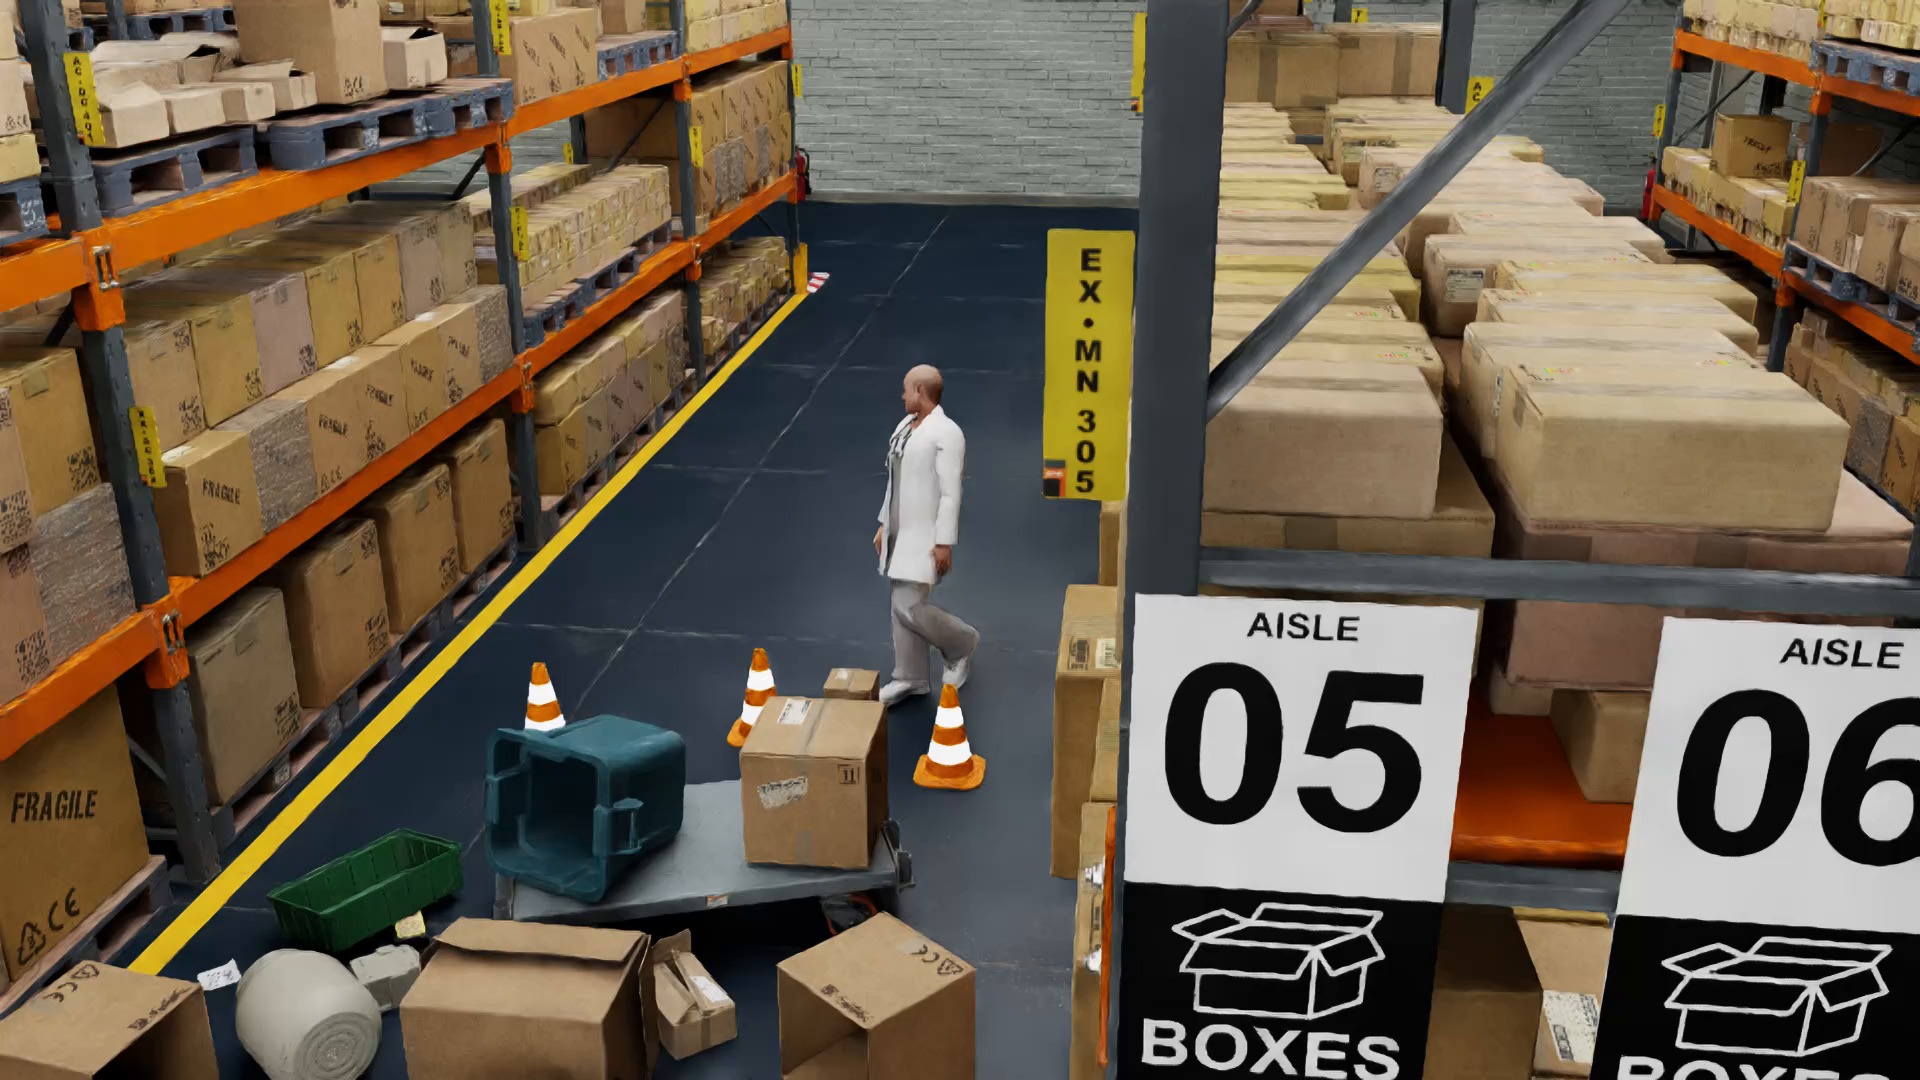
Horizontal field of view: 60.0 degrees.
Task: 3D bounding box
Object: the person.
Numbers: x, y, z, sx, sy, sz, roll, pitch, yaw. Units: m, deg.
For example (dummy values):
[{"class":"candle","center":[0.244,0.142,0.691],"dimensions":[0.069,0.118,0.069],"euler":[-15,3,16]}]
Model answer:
[{"class":"person","center":[-0.231,-0.018,8.647],"dimensions":[0.647,1.752,0.650],"euler":[-12,24,-29]}]
